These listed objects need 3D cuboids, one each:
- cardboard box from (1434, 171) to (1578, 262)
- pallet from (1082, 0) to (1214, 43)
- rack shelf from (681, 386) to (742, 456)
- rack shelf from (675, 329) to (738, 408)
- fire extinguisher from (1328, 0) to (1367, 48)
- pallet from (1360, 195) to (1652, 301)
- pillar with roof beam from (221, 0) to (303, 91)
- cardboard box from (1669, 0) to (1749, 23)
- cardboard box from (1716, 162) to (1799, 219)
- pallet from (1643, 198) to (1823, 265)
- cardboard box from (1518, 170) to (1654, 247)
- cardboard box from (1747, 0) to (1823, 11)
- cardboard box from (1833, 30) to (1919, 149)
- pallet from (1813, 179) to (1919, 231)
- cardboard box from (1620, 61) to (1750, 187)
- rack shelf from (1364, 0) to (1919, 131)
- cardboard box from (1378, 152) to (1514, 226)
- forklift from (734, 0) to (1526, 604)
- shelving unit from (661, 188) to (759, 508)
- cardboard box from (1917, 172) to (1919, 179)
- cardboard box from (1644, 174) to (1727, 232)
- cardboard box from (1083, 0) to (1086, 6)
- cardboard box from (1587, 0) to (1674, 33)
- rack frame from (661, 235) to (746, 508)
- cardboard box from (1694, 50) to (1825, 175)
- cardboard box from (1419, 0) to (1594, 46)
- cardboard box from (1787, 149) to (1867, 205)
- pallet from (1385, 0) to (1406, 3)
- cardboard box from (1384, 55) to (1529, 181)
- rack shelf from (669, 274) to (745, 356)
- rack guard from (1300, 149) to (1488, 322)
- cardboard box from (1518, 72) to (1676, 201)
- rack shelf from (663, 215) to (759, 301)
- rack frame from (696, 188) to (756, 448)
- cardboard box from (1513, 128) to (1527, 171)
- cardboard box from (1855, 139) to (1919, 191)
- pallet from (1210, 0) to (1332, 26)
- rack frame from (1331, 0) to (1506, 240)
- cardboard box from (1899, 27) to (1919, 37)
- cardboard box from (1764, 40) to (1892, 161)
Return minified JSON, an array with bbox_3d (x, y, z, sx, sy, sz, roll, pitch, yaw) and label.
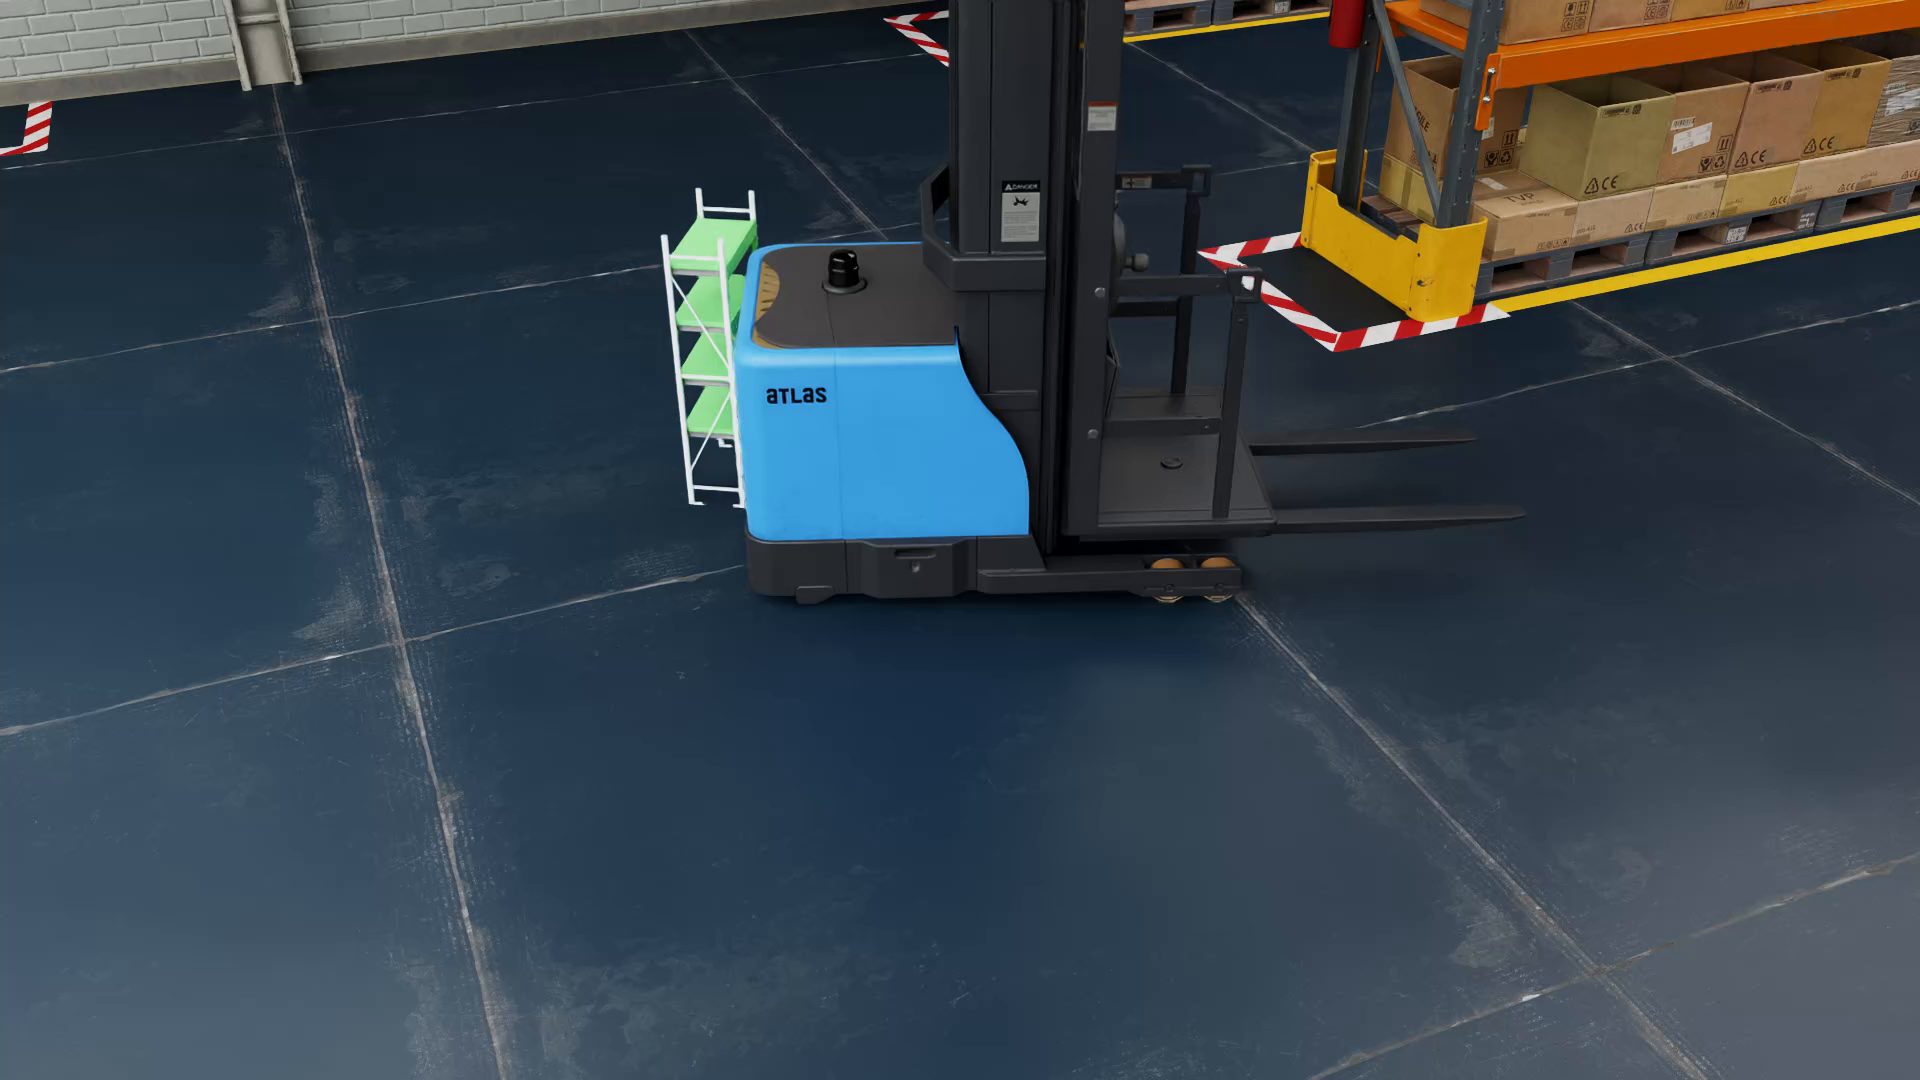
[{"bbox_3d":[2.872,-1.712,8.768,0.500,0.250,0.500,-13,35,-19],"label":"cardboard box"},{"bbox_3d":[1.203,-4.179,12.979,1.213,0.211,1.003,-13,35,-19],"label":"pallet"},{"bbox_3d":[-0.983,-0.525,7.013,0.258,0.148,0.480,4,33,7],"label":"rack shelf"},{"bbox_3d":[-0.983,-0.726,6.882,0.258,0.148,0.480,4,33,7],"label":"rack shelf"},{"bbox_3d":[2.002,-2.864,8.472,0.183,0.674,0.296,-13,35,-19],"label":"fire extinguisher"},{"bbox_3d":[2.980,-1.701,9.171,1.213,0.211,1.003,-13,35,-19],"label":"pallet"},{"bbox_3d":[-3.185,-4.844,5.943,0.400,9.000,9.100,-13,35,-19],"label":"pillar with roof beam"},{"bbox_3d":[3.669,-3.037,8.575,0.500,0.500,0.700,-13,35,-19],"label":"cardboard box"},{"bbox_3d":[4.255,-2.028,9.253,0.500,0.250,0.500,-13,35,-19],"label":"cardboard box"},{"bbox_3d":[4.103,-1.957,9.564,1.213,0.211,1.003,-13,35,-19],"label":"pallet"},{"bbox_3d":[3.331,-1.820,8.933,0.500,0.250,0.500,-13,35,-19],"label":"cardboard box"},{"bbox_3d":[4.153,-3.150,8.749,0.500,0.500,0.700,-12,35,-18],"label":"cardboard box"},{"bbox_3d":[5.171,-2.562,9.386,0.500,0.500,0.500,-13,35,-19],"label":"cardboard box"},{"bbox_3d":[5.230,-2.216,9.963,1.213,0.211,1.003,-13,35,-19],"label":"pallet"},{"bbox_3d":[3.788,-2.245,8.899,0.500,0.500,0.500,-13,35,-19],"label":"cardboard box"},{"bbox_3d":[4.135,-2.808,8.975,4.000,0.370,1.077,-13,35,-19],"label":"rack shelf"},{"bbox_3d":[2.671,-1.973,9.168,0.500,0.250,0.500,-13,35,-19],"label":"cardboard box"},{"bbox_3d":[0.684,-1.279,6.028,3.031,2.935,1.130,-2,33,-2],"label":"forklift"},{"bbox_3d":[-0.984,-0.779,6.848,0.258,1.200,0.503,4,33,7],"label":"shelving unit"},{"bbox_3d":[5.636,-2.348,9.744,0.500,0.250,0.500,-13,35,-19],"label":"cardboard box"},{"bbox_3d":[3.792,-1.925,9.095,0.500,0.250,0.500,-13,35,-19],"label":"cardboard box"},{"bbox_3d":[1.043,-4.336,12.726,0.500,0.311,0.500,-17,37,-24],"label":"cardboard box"},{"bbox_3d":[3.209,-2.935,8.419,0.500,0.500,0.700,-12,35,-18],"label":"cardboard box"},{"bbox_3d":[-1.017,-0.647,6.645,0.240,1.200,0.015,4,33,7],"label":"rack frame"},{"bbox_3d":[4.256,-2.342,9.048,0.500,0.500,0.500,-13,35,-19],"label":"cardboard box"},{"bbox_3d":[2.726,-2.822,8.244,0.500,0.500,0.700,-13,35,-19],"label":"cardboard box"},{"bbox_3d":[4.716,-2.134,9.416,0.500,0.250,0.500,-13,35,-19],"label":"cardboard box"},{"bbox_3d":[3.452,-4.694,13.770,1.213,0.211,1.003,-13,35,-19],"label":"pallet"},{"bbox_3d":[2.670,-2.288,8.965,0.500,0.500,0.500,-13,35,-19],"label":"cardboard box"},{"bbox_3d":[-0.984,-0.927,6.751,0.258,0.148,0.480,4,33,7],"label":"rack shelf"},{"bbox_3d":[2.269,-1.635,8.804,0.348,0.500,1.175,-13,35,-19],"label":"rack guard"},{"bbox_3d":[3.332,-2.133,8.727,0.500,0.500,0.500,-13,35,-19],"label":"cardboard box"},{"bbox_3d":[-0.984,-1.128,6.621,0.258,0.148,0.480,4,33,7],"label":"rack shelf"},{"bbox_3d":[-0.950,-0.911,7.050,0.240,1.200,0.015,4,33,7],"label":"rack frame"},{"bbox_3d":[3.127,-2.084,9.339,0.500,0.250,0.500,-13,35,-19],"label":"cardboard box"},{"bbox_3d":[5.171,-2.247,9.589,0.500,0.250,0.500,-13,35,-19],"label":"cardboard box"},{"bbox_3d":[2.326,-4.434,13.371,1.213,0.211,1.003,-13,35,-19],"label":"pallet"},{"bbox_3d":[2.291,-2.688,8.130,0.127,3.000,1.000,-13,35,-19],"label":"rack frame"},{"bbox_3d":[5.430,-2.929,9.950,0.500,0.500,0.500,-13,35,-19],"label":"cardboard box"},{"bbox_3d":[4.711,-2.455,9.221,0.500,0.500,0.500,-13,35,-19],"label":"cardboard box"}]
